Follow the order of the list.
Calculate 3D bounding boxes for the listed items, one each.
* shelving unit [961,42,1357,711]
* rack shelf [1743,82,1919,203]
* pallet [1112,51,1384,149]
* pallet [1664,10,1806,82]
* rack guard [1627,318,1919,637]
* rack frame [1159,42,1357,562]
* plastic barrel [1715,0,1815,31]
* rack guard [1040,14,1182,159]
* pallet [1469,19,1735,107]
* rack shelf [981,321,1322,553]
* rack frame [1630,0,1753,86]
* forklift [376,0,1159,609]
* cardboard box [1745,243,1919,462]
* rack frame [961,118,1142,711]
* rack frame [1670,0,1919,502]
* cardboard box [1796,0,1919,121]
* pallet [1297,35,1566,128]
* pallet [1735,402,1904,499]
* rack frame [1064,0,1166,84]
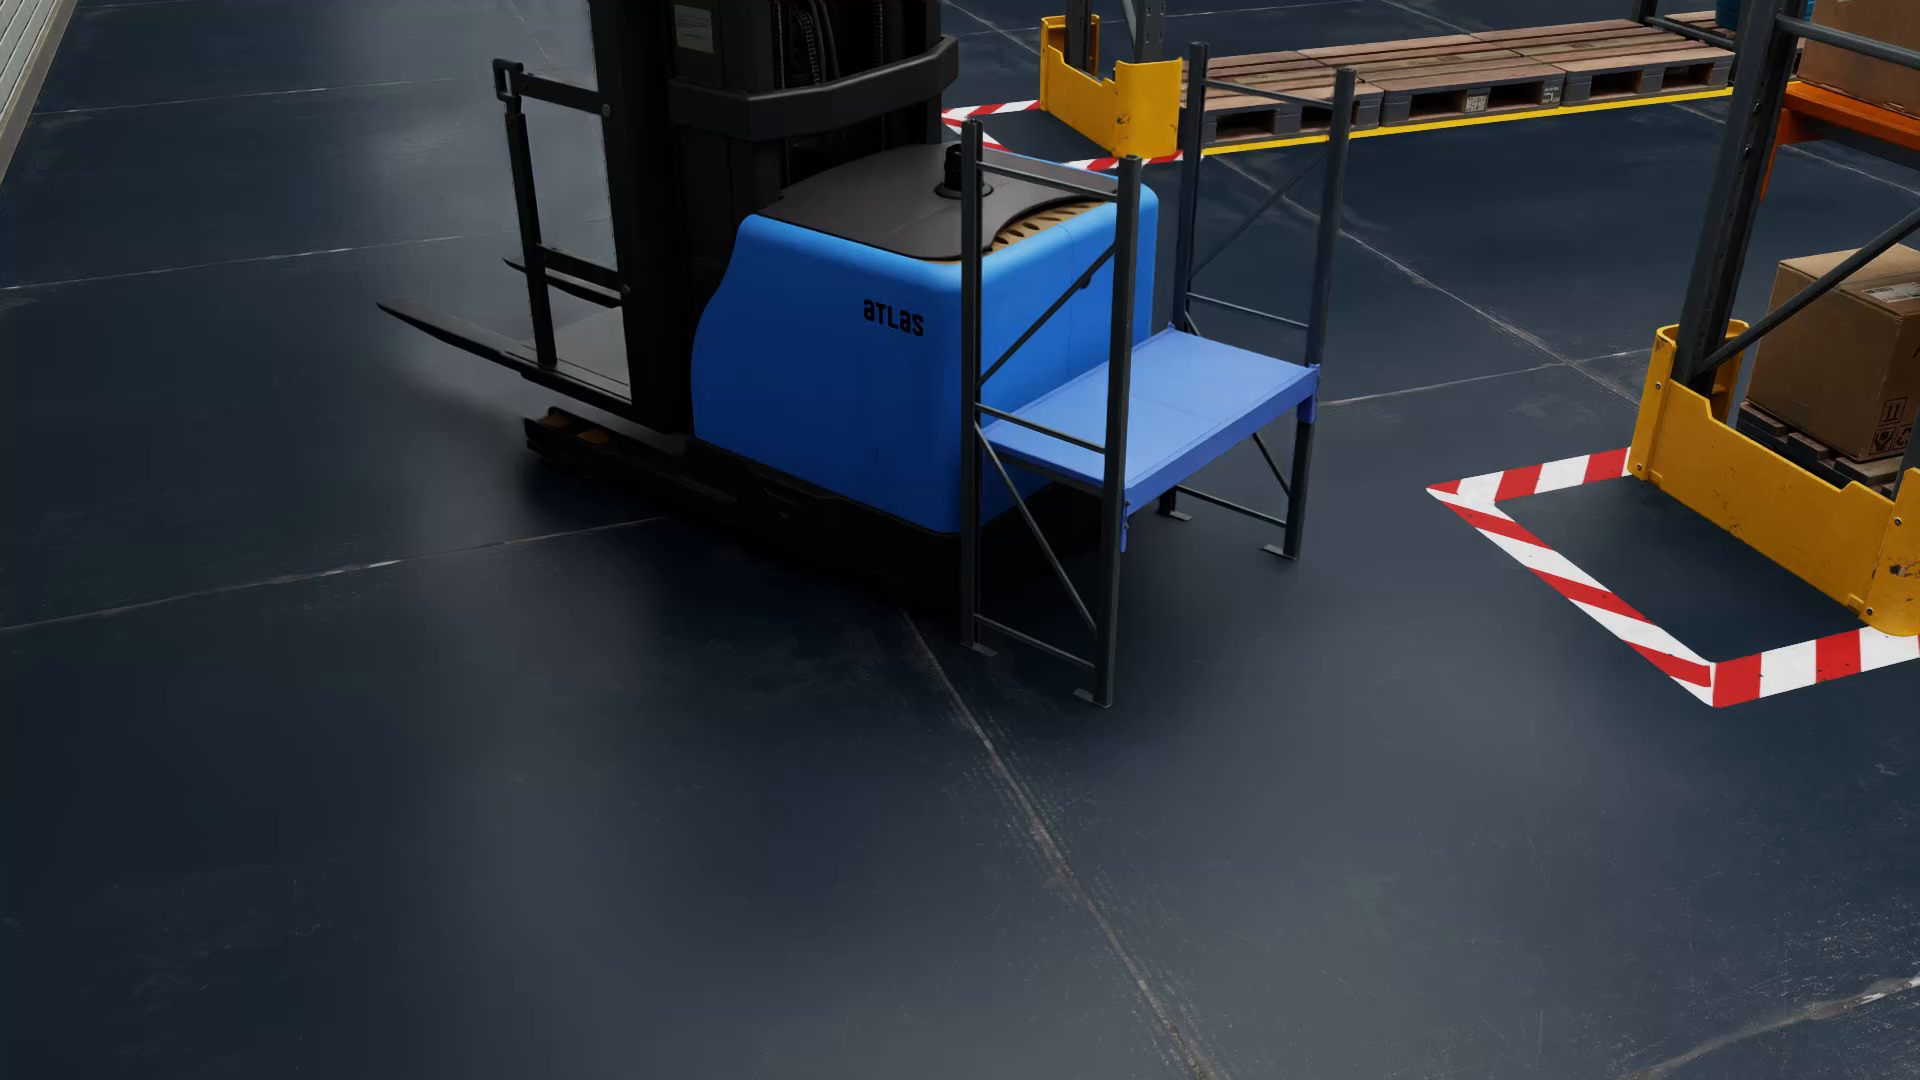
[{"bbox_3d":[0.528,-0.474,4.567,0.538,1.500,1.048,22,36,33],"label":"shelving unit"},{"bbox_3d":[4.424,-1.337,5.293,4.000,0.370,1.077,-10,31,-18],"label":"rack shelf"},{"bbox_3d":[1.612,-2.516,9.452,1.213,0.211,1.003,-10,31,-18],"label":"pallet"},{"bbox_3d":[5.313,-3.196,10.646,1.213,0.211,1.003,-10,31,-18],"label":"pallet"},{"bbox_3d":[2.621,-0.231,5.151,0.348,0.500,1.175,-10,31,-18],"label":"rack guard"},{"bbox_3d":[0.850,-0.669,4.909,0.500,1.500,0.032,22,36,33],"label":"rack frame"},{"bbox_3d":[5.091,-3.650,10.322,0.708,0.901,0.600,-10,31,-18],"label":"plastic barrel"},{"bbox_3d":[0.808,-2.507,9.145,0.348,0.500,1.175,-10,31,-18],"label":"rack guard"},{"bbox_3d":[3.899,-2.937,10.192,1.213,0.211,1.003,-10,31,-18],"label":"pallet"},{"bbox_3d":[0.528,-0.318,4.656,0.538,0.185,1.000,22,36,33],"label":"rack shelf"},{"bbox_3d":[4.575,-4.293,9.756,0.127,3.000,1.000,-10,31,-18],"label":"rack frame"},{"bbox_3d":[-0.862,-1.661,5.205,3.031,2.935,1.130,22,36,33],"label":"forklift"},{"bbox_3d":[2.973,-0.617,5.384,0.500,0.500,0.500,-10,31,-18],"label":"cardboard box"},{"bbox_3d":[0.206,-0.279,4.225,0.500,1.500,0.032,22,36,33],"label":"rack frame"},{"bbox_3d":[2.550,-1.304,4.509,0.127,3.000,1.000,-10,31,-18],"label":"rack frame"},{"bbox_3d":[2.875,-1.551,4.841,0.500,0.500,0.500,-9,31,-16],"label":"cardboard box"},{"bbox_3d":[2.754,-2.724,9.819,1.213,0.211,1.003,-10,31,-18],"label":"pallet"},{"bbox_3d":[3.368,-0.244,5.465,1.213,0.211,1.003,-10,31,-18],"label":"pallet"},{"bbox_3d":[0.826,-3.603,8.544,0.127,3.000,1.000,-10,31,-18],"label":"rack frame"}]
